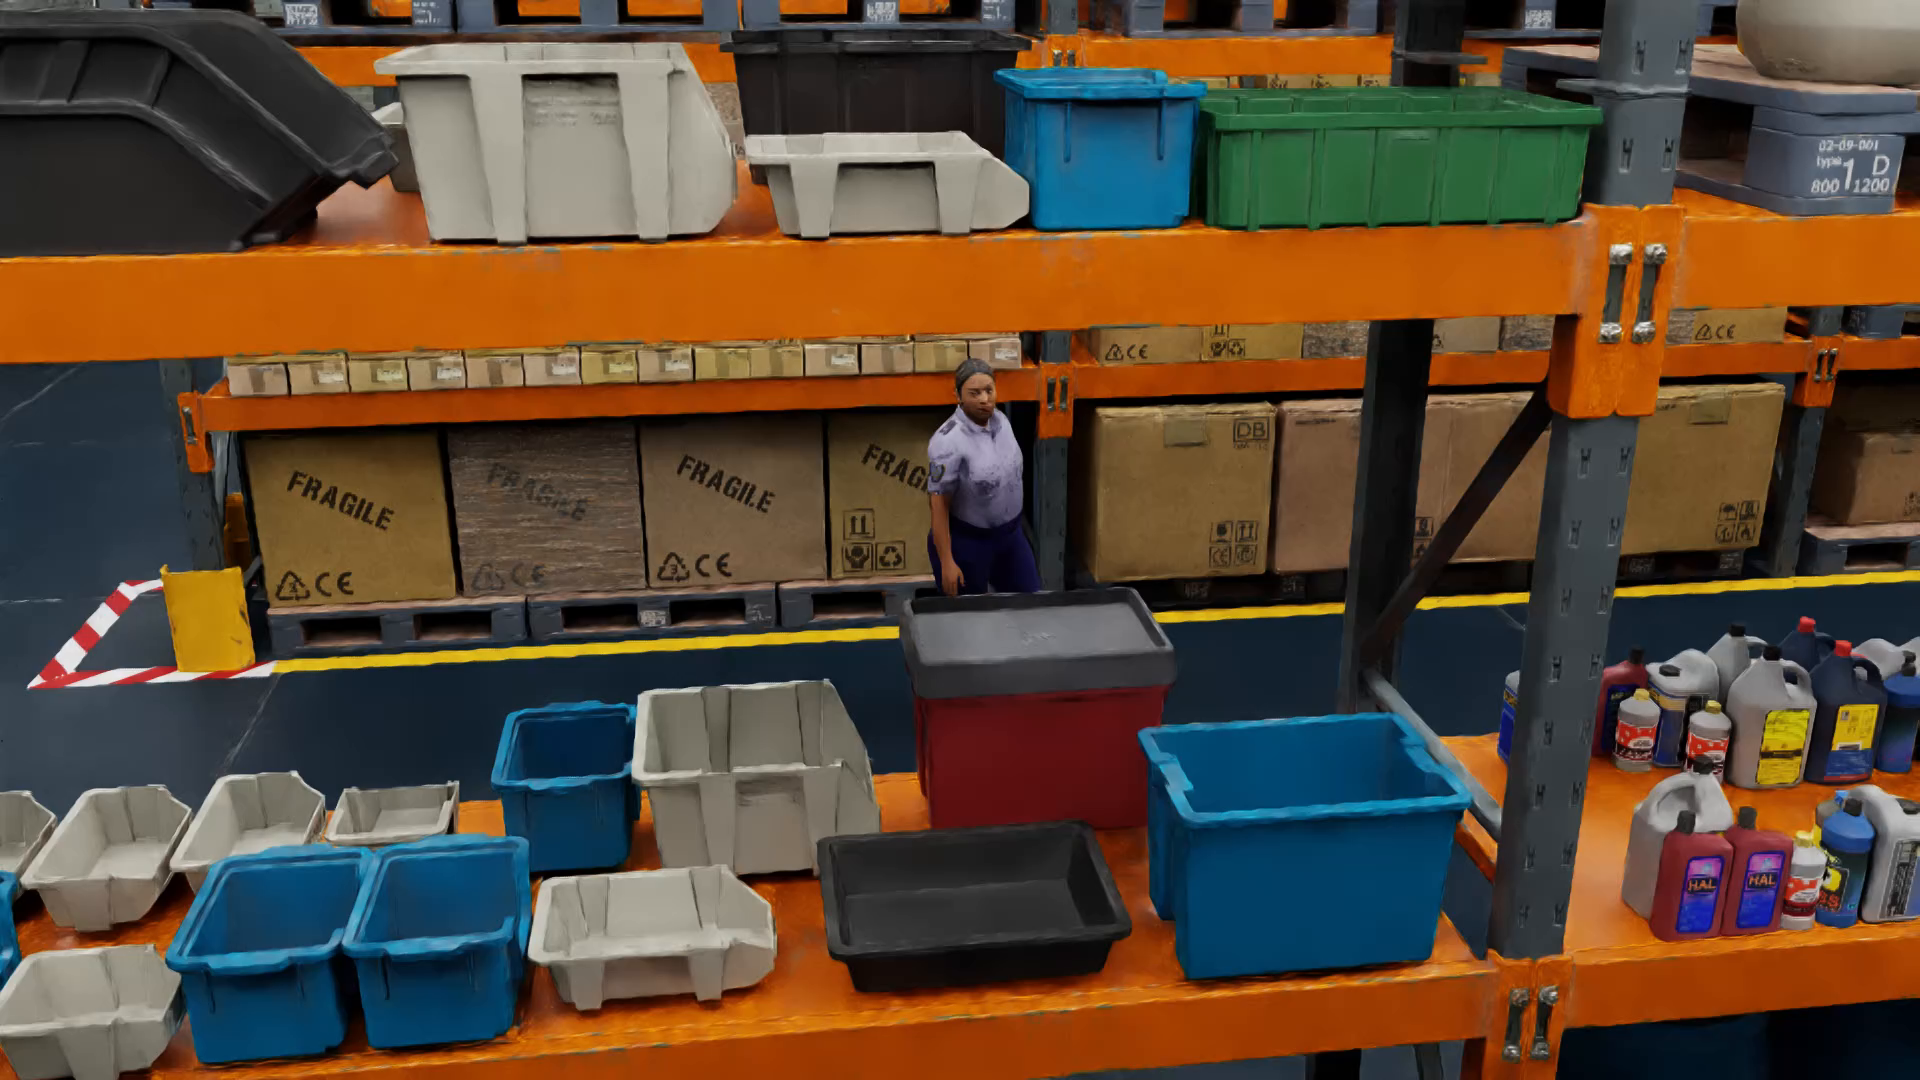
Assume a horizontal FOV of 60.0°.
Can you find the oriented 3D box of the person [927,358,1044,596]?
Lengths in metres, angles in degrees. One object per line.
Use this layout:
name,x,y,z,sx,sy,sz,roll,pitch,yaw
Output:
person,0.096,0.020,7.032,0.432,1.628,0.621,18,27,40
